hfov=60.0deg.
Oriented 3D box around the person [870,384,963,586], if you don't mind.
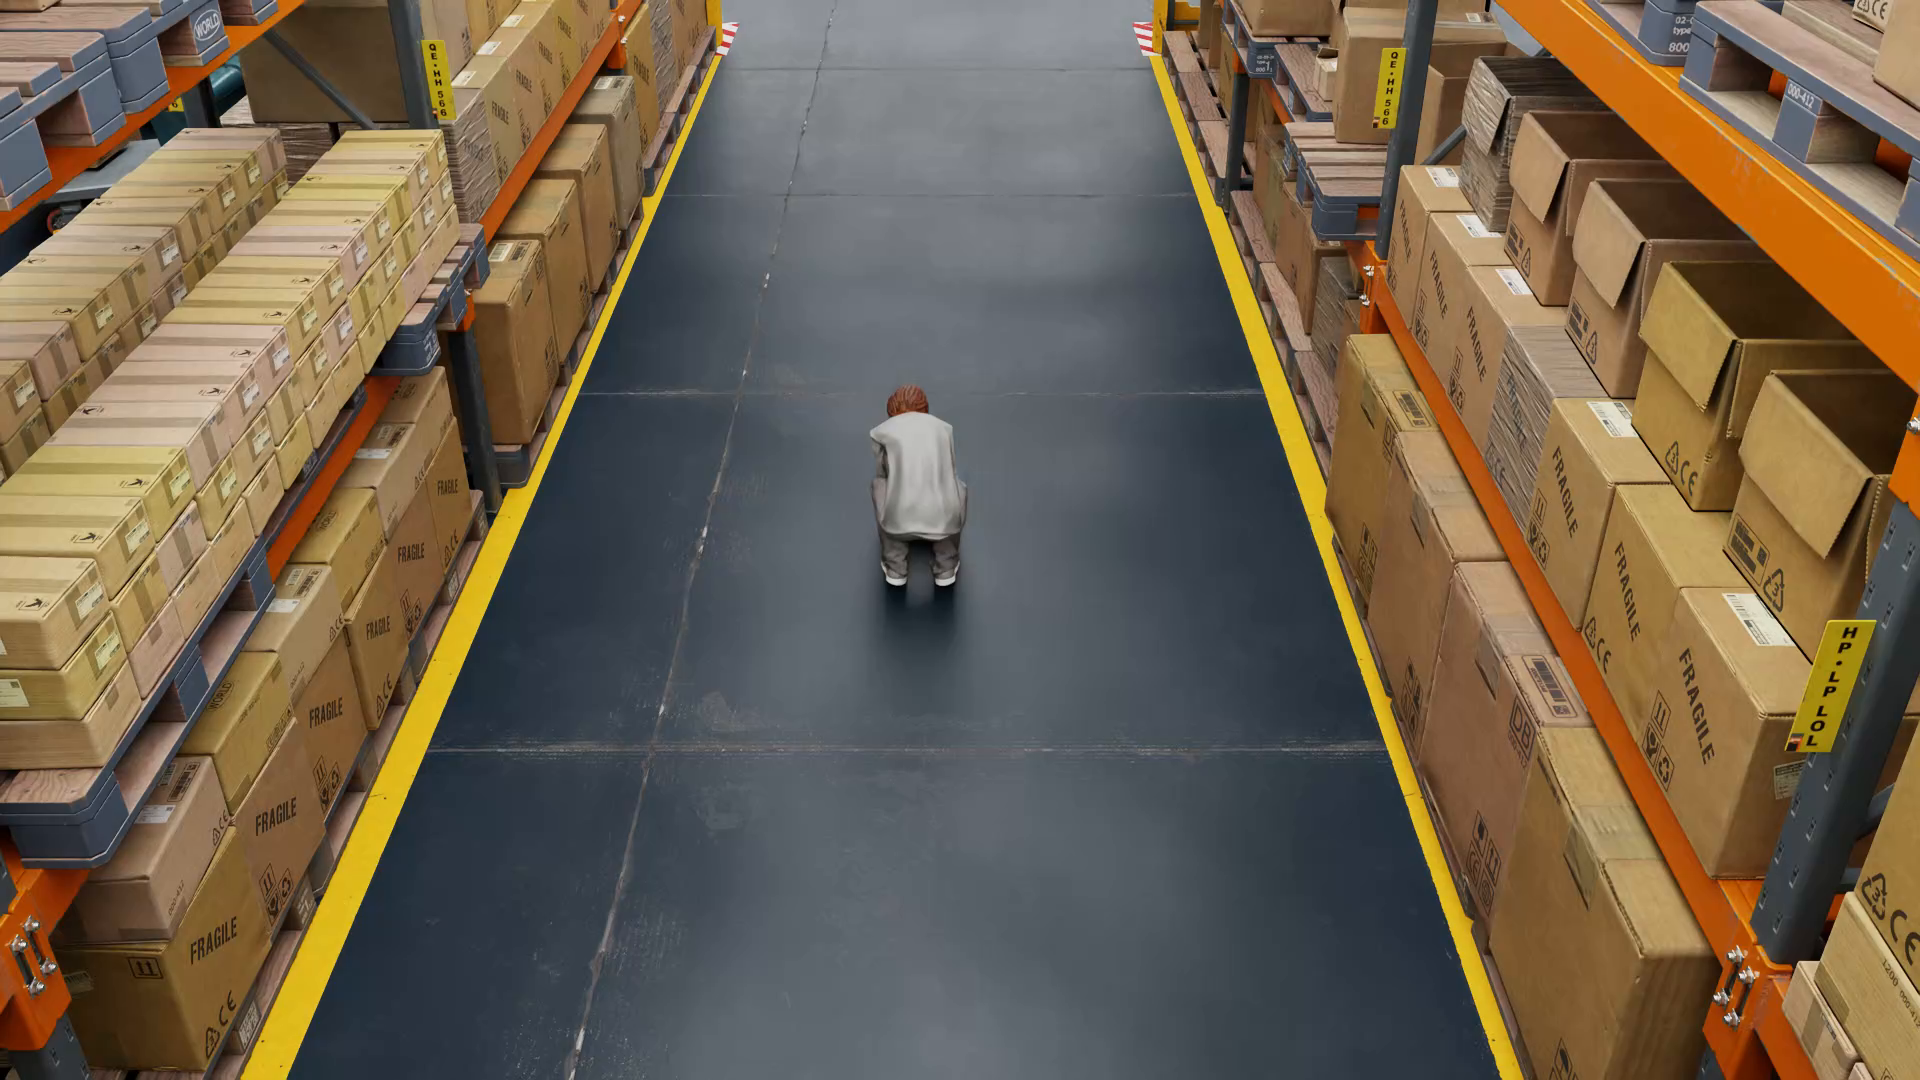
[{"bbox_3d":[-0.194,-0.198,7.367,0.405,0.763,0.830,0,32,-1],"label":"person"}]
